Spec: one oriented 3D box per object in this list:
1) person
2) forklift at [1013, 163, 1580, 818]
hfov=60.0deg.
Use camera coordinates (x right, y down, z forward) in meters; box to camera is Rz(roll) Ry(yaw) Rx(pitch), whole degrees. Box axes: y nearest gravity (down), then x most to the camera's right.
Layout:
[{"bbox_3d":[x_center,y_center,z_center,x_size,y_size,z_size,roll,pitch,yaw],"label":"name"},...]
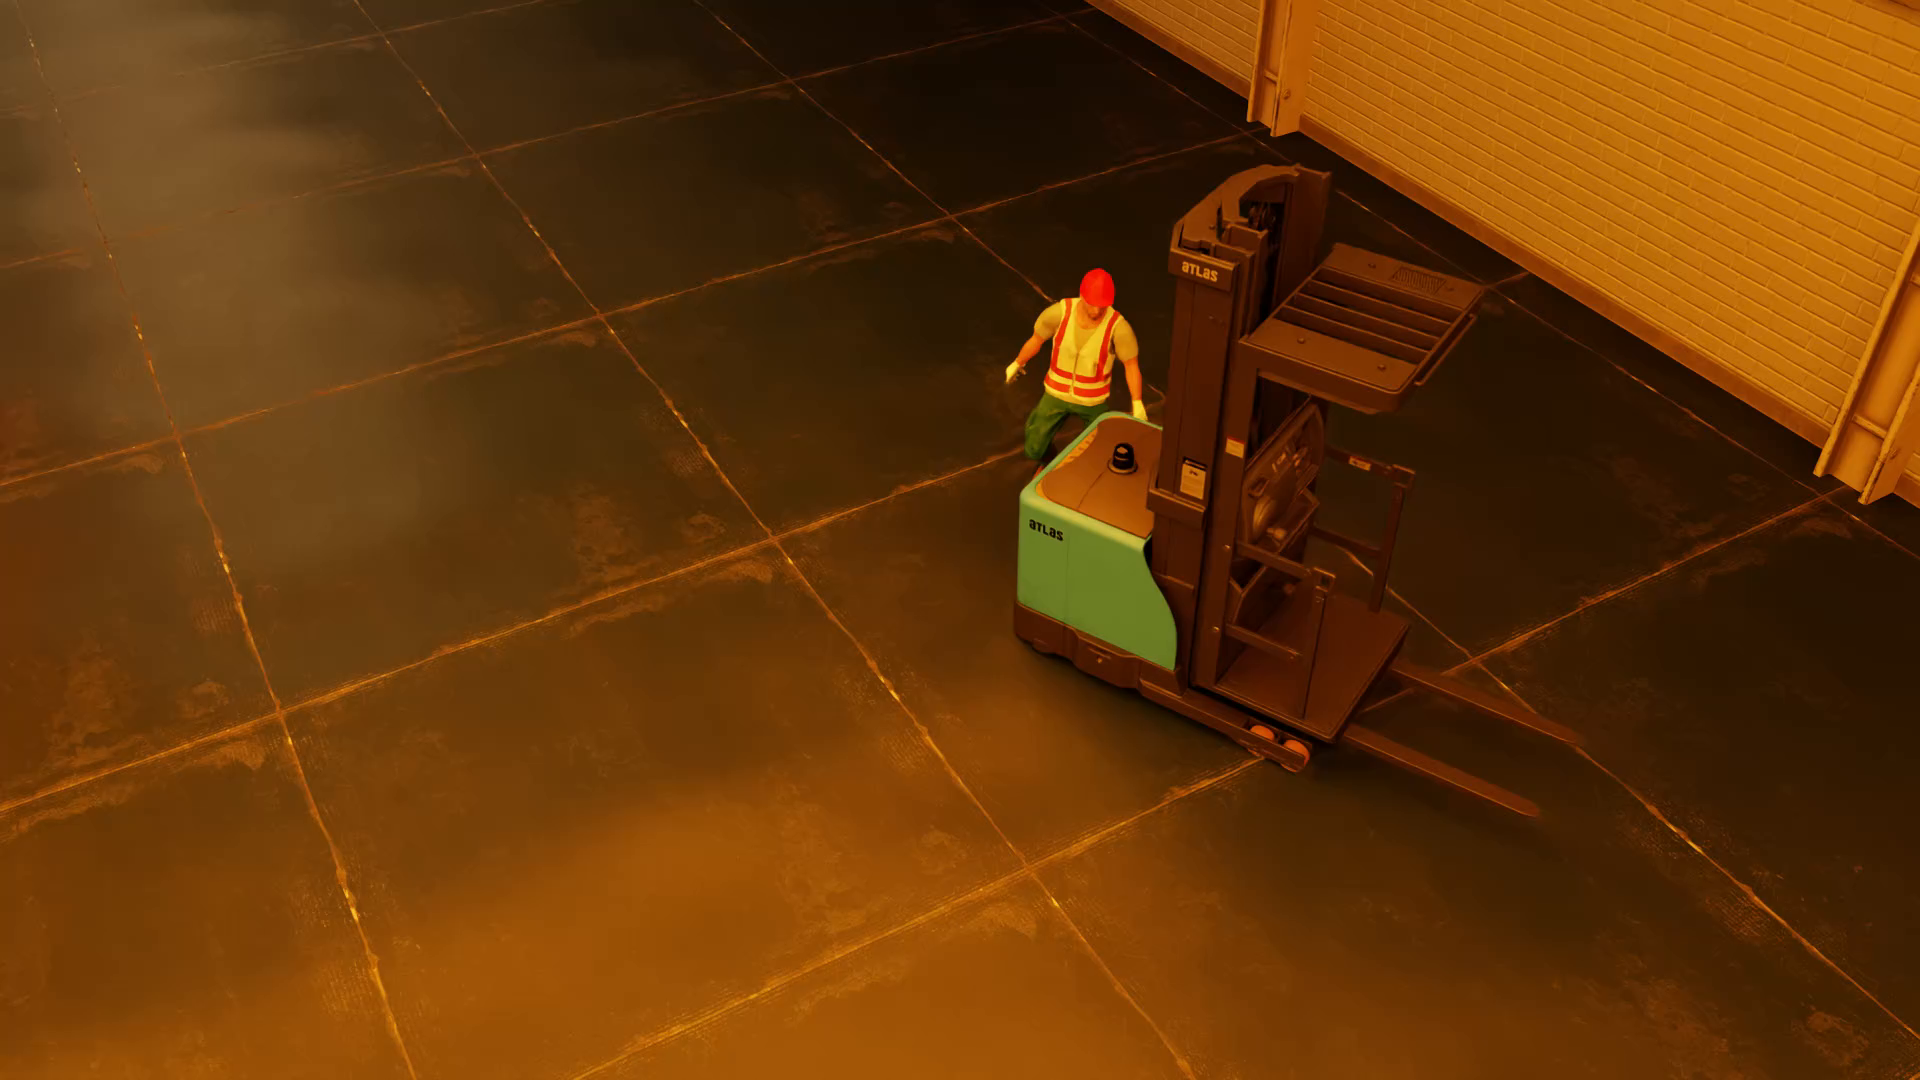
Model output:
[{"bbox_3d":[0.704,-0.927,10.130,0.923,1.692,0.490,12,41,14],"label":"person"},{"bbox_3d":[1.816,-0.287,8.382,3.031,2.935,1.130,23,45,25],"label":"forklift"}]
